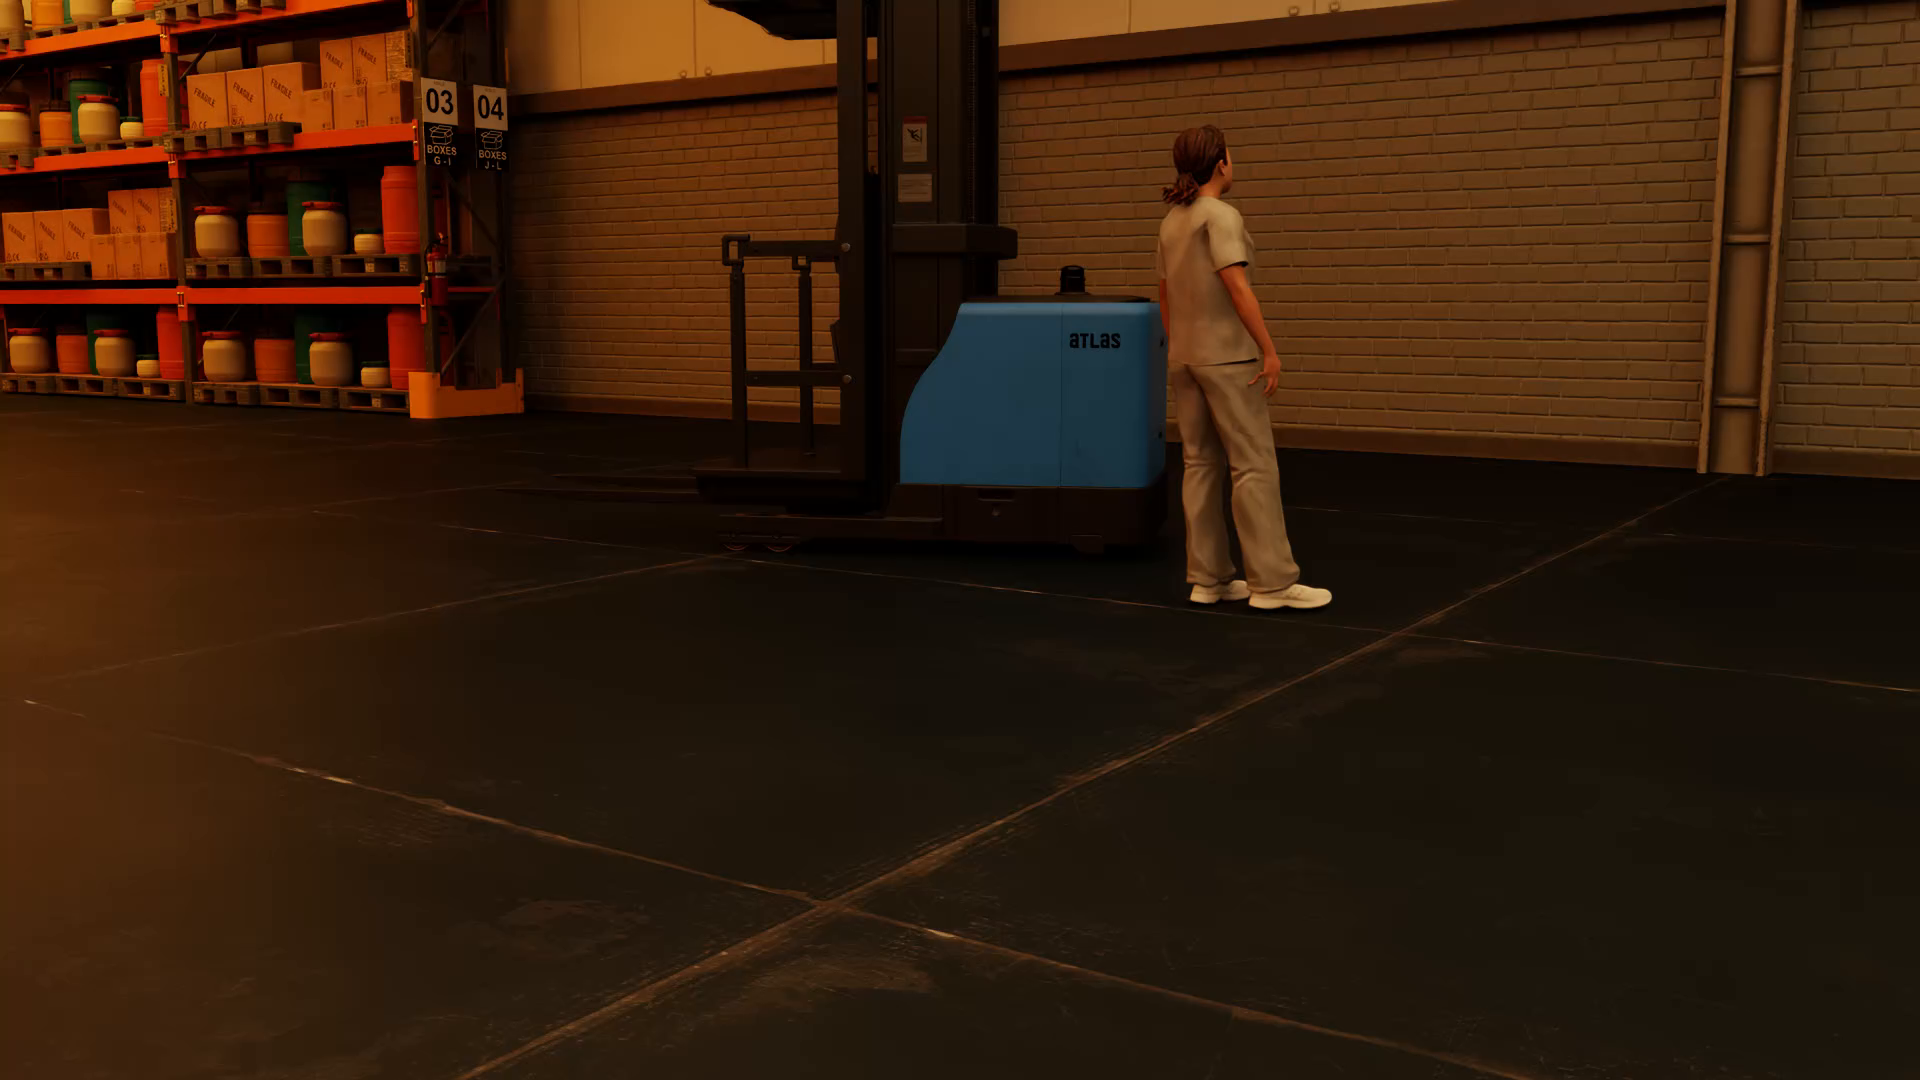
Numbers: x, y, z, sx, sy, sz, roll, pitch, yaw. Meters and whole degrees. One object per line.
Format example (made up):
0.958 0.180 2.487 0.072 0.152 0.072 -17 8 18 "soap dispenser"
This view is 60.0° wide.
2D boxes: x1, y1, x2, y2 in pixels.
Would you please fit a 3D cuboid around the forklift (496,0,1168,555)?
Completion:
-0.596 -1.469 7.520 3.031 2.935 1.130 2 8 12 "forklift"

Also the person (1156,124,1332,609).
0.962 -0.604 5.870 0.541 1.679 0.557 -4 9 -28 "person"
